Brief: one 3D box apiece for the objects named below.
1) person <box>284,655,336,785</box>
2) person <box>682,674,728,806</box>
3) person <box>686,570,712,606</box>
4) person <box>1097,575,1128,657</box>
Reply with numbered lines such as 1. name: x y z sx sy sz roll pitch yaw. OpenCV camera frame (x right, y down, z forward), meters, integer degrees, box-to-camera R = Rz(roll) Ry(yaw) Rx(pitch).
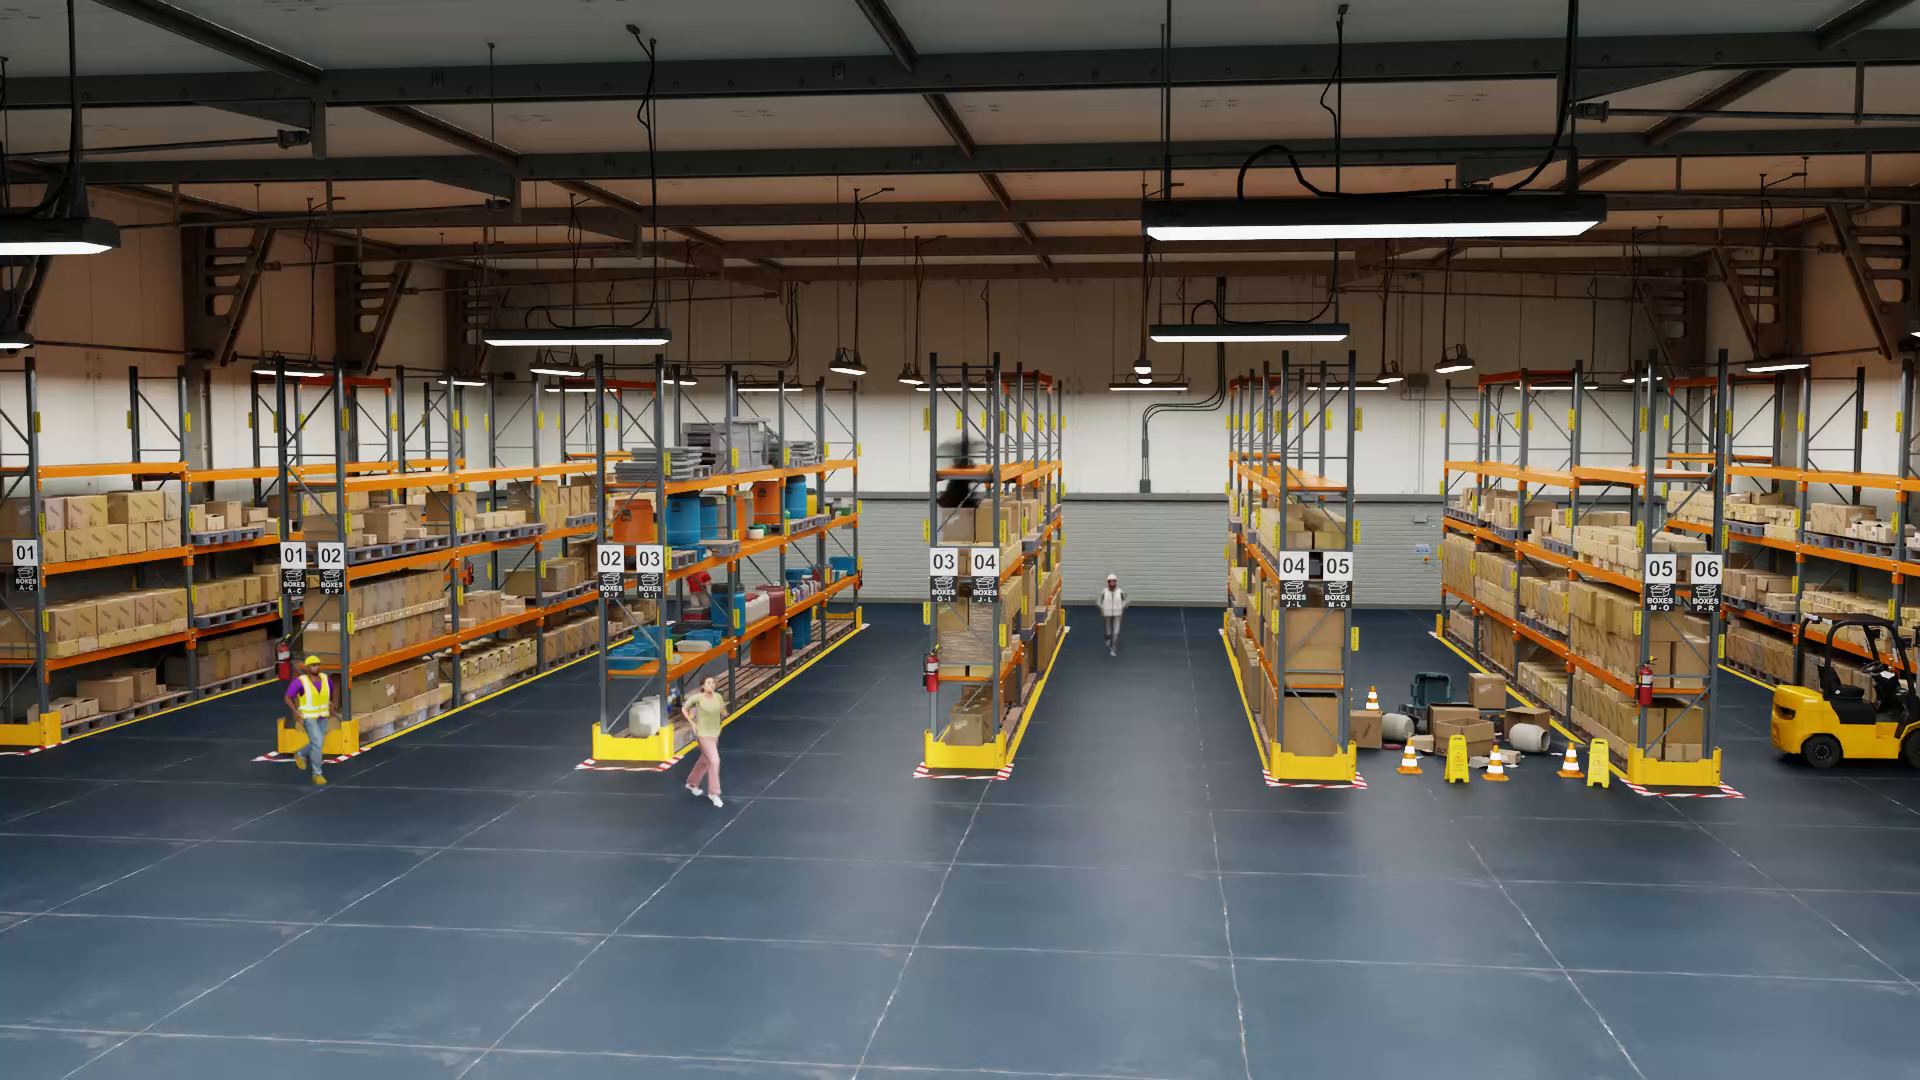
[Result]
1. person: -9.061 2.482 23.257 0.828 1.771 0.716 3 5 36
2. person: -3.336 2.621 21.982 0.793 1.725 0.549 3 5 41
3. person: -6.195 1.377 39.399 0.659 1.804 0.772 0 4 0
4. person: 3.286 1.613 35.854 0.661 1.746 0.707 0 4 1
